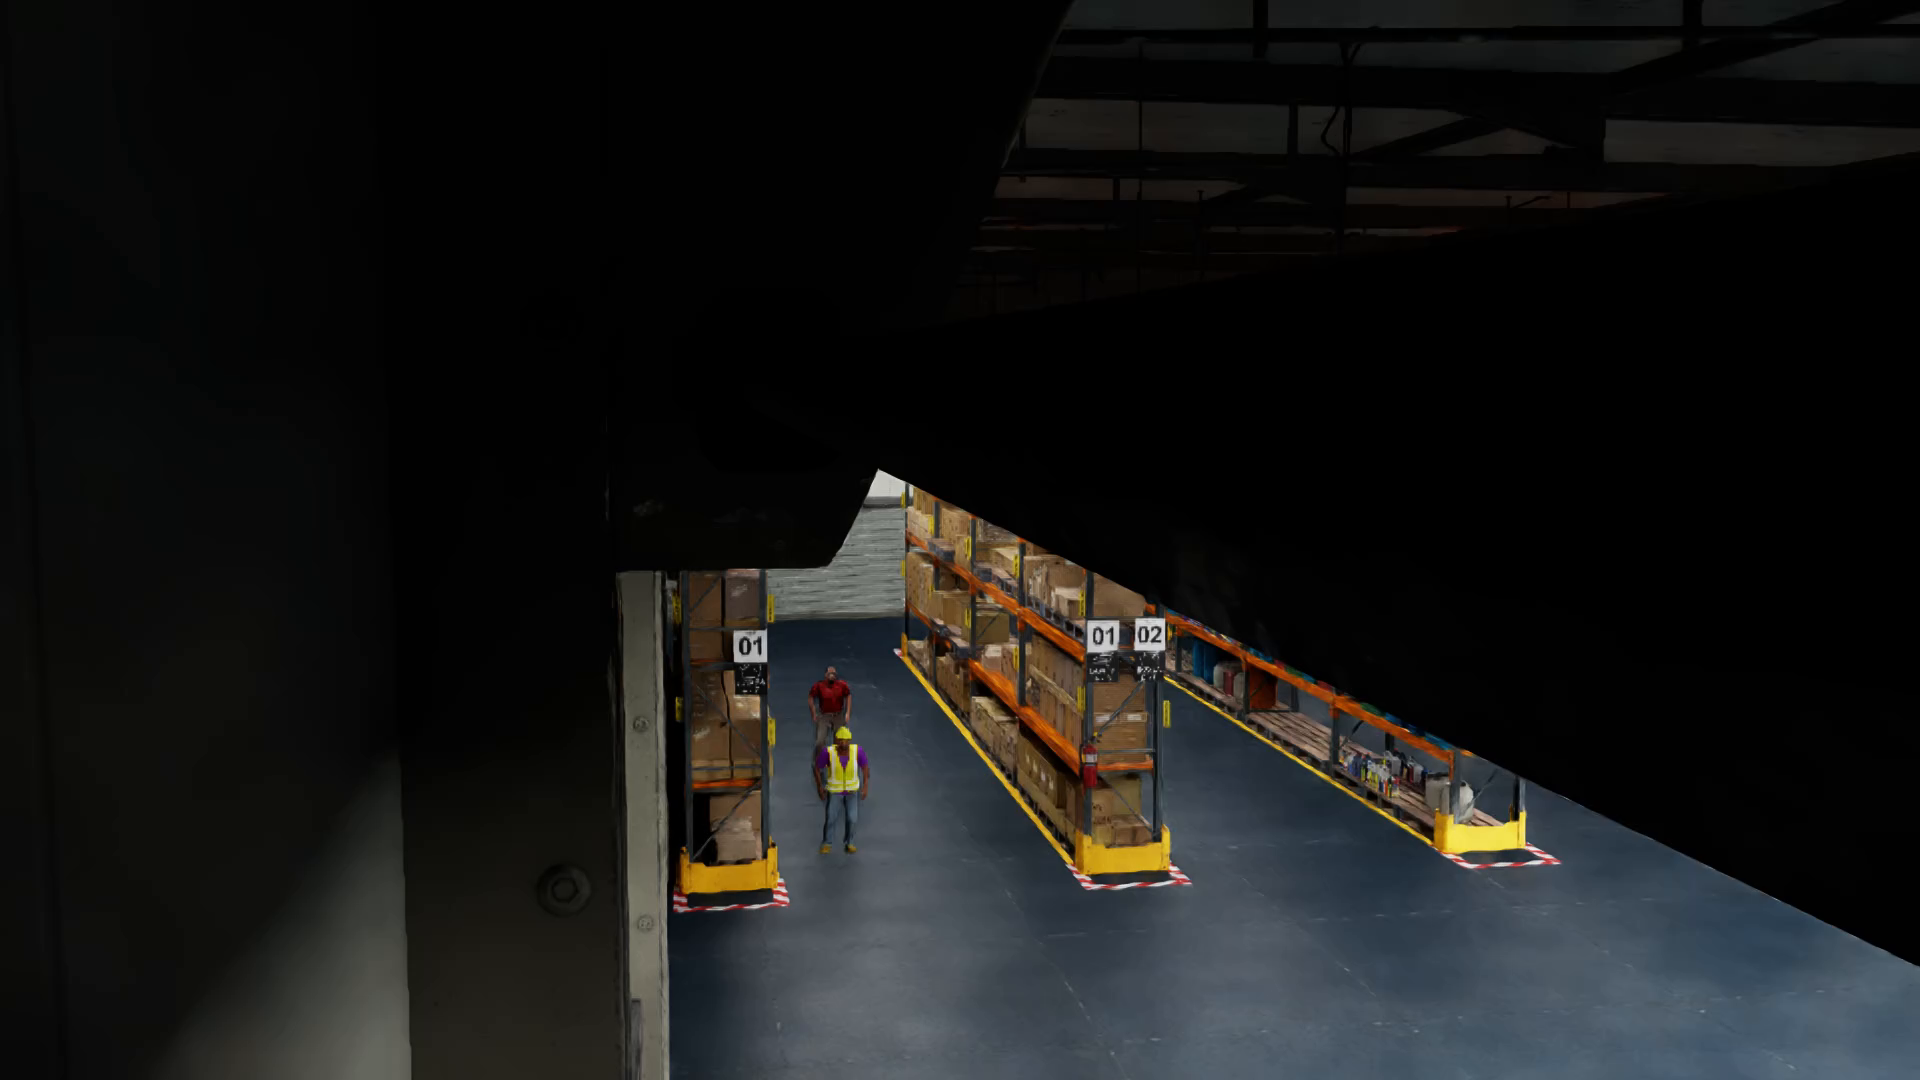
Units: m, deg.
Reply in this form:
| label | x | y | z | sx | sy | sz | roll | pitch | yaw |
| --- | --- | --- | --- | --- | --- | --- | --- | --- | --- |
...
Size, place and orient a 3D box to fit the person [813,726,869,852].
| label | x | y | z | sx | sy | sz | roll | pitch | yaw |
| --- | --- | --- | --- | --- | --- | --- | --- | --- | --- |
| person | -1.537 | 3.248 | 21.611 | 0.719 | 1.713 | 0.575 | -1 | 6 | -12 |

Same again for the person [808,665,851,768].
| label | x | y | z | sx | sy | sz | roll | pitch | yaw |
| --- | --- | --- | --- | --- | --- | --- | --- | --- | --- |
| person | -2.052 | 2.783 | 26.247 | 0.682 | 1.676 | 0.535 | -1 | 6 | -12 |

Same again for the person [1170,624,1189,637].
| label | x | y | z | sx | sy | sz | roll | pitch | yaw |
| --- | --- | --- | --- | --- | --- | --- | --- | --- | --- |
| person | 5.182 | 1.395 | 38.966 | 0.463 | 1.780 | 0.701 | 2 | 6 | 18 |
